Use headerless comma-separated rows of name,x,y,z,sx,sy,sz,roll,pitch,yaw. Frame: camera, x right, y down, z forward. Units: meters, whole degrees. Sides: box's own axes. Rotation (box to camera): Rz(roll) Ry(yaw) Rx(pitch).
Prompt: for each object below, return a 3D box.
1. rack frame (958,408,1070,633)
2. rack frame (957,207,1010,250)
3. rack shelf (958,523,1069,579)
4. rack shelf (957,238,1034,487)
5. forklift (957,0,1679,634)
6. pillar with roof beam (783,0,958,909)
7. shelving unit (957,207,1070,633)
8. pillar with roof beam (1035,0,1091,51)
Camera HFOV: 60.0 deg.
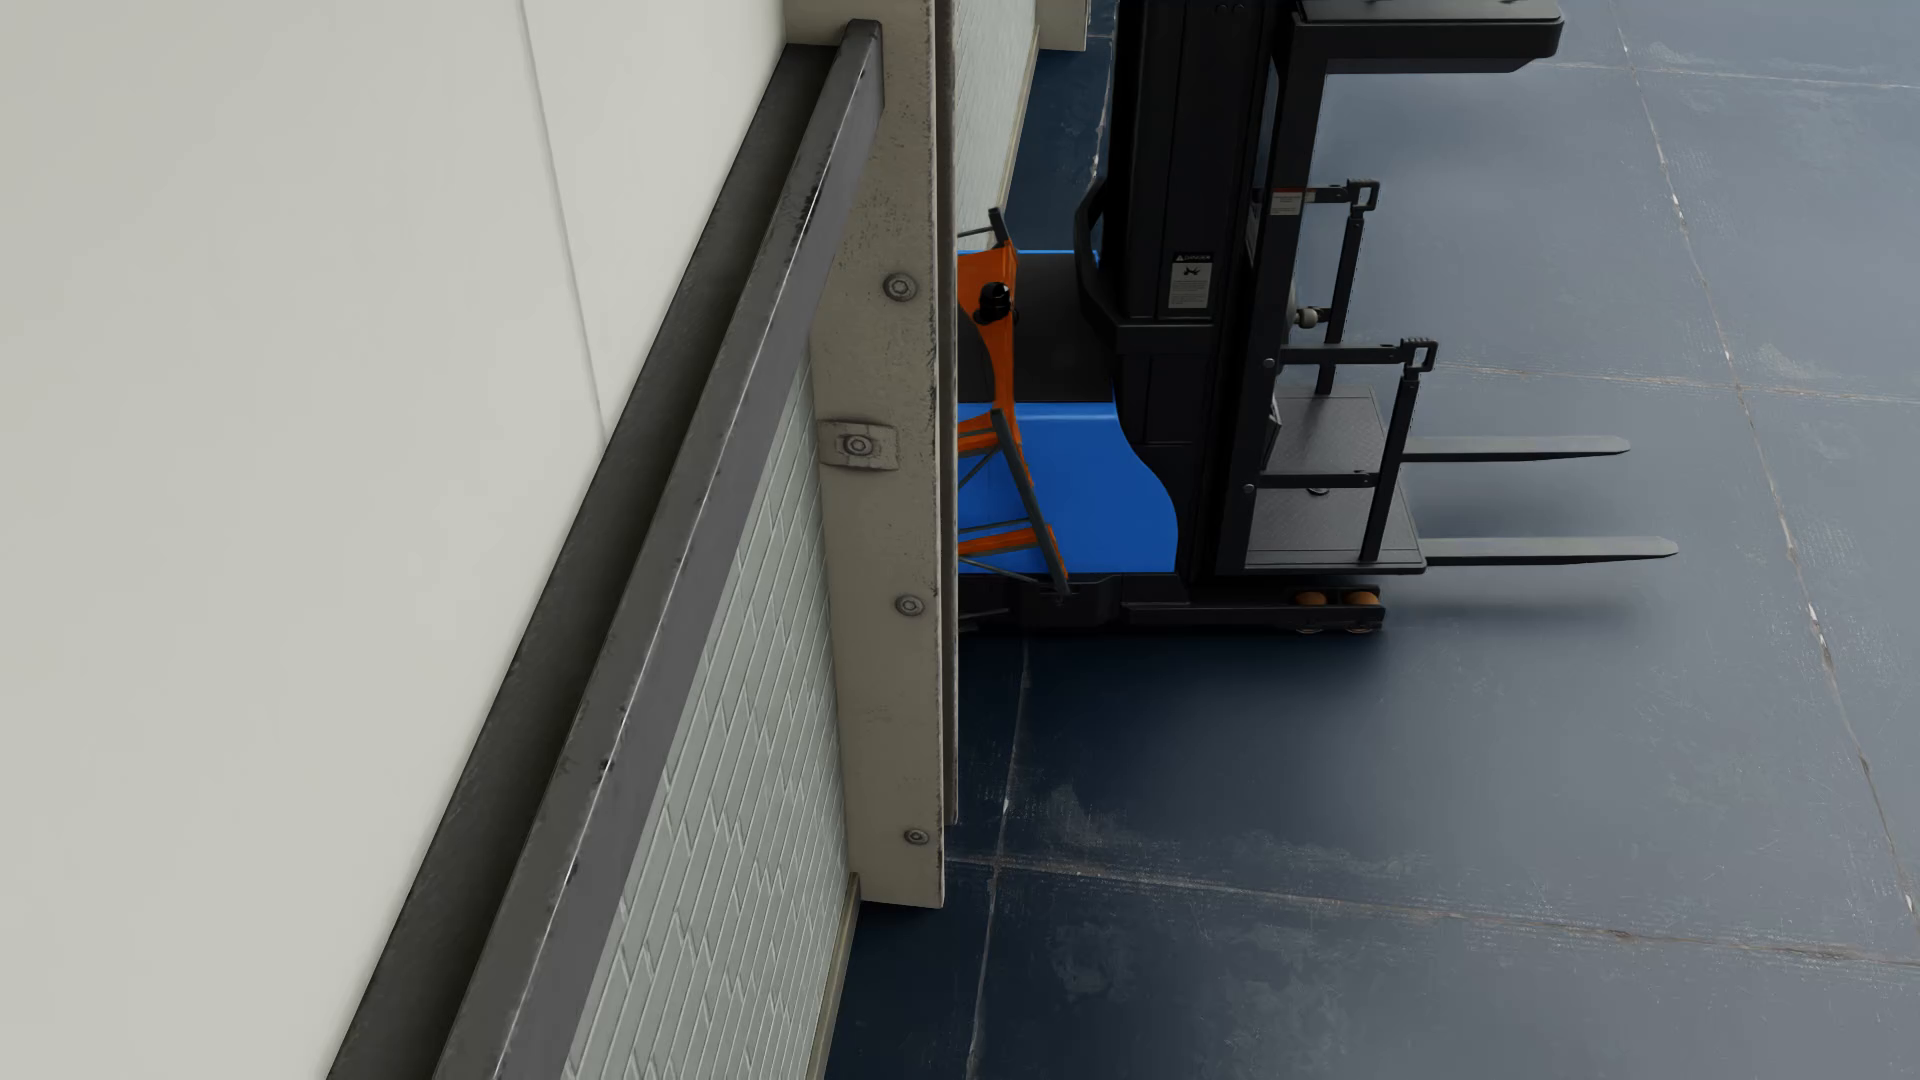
rack frame,0.050,-0.037,5.905,0.500,1.125,0.032,-10,50,12
rack frame,0.057,-0.823,6.550,0.500,1.125,0.032,-10,50,12
rack shelf,0.120,-0.280,6.409,0.538,0.278,1.000,-10,50,12
rack shelf,-0.026,-0.609,6.010,0.538,0.278,1.000,-10,50,12
forklift,1.242,-1.073,5.752,3.031,2.935,1.130,0,43,0
pillar with roof beam,4.082,-1.812,2.119,9.100,9.000,0.400,5,44,6
shelving unit,0.054,-0.430,6.227,0.538,1.125,1.048,-10,50,12
pillar with roof beam,4.875,-5.902,6.438,9.100,9.000,0.400,5,44,6
